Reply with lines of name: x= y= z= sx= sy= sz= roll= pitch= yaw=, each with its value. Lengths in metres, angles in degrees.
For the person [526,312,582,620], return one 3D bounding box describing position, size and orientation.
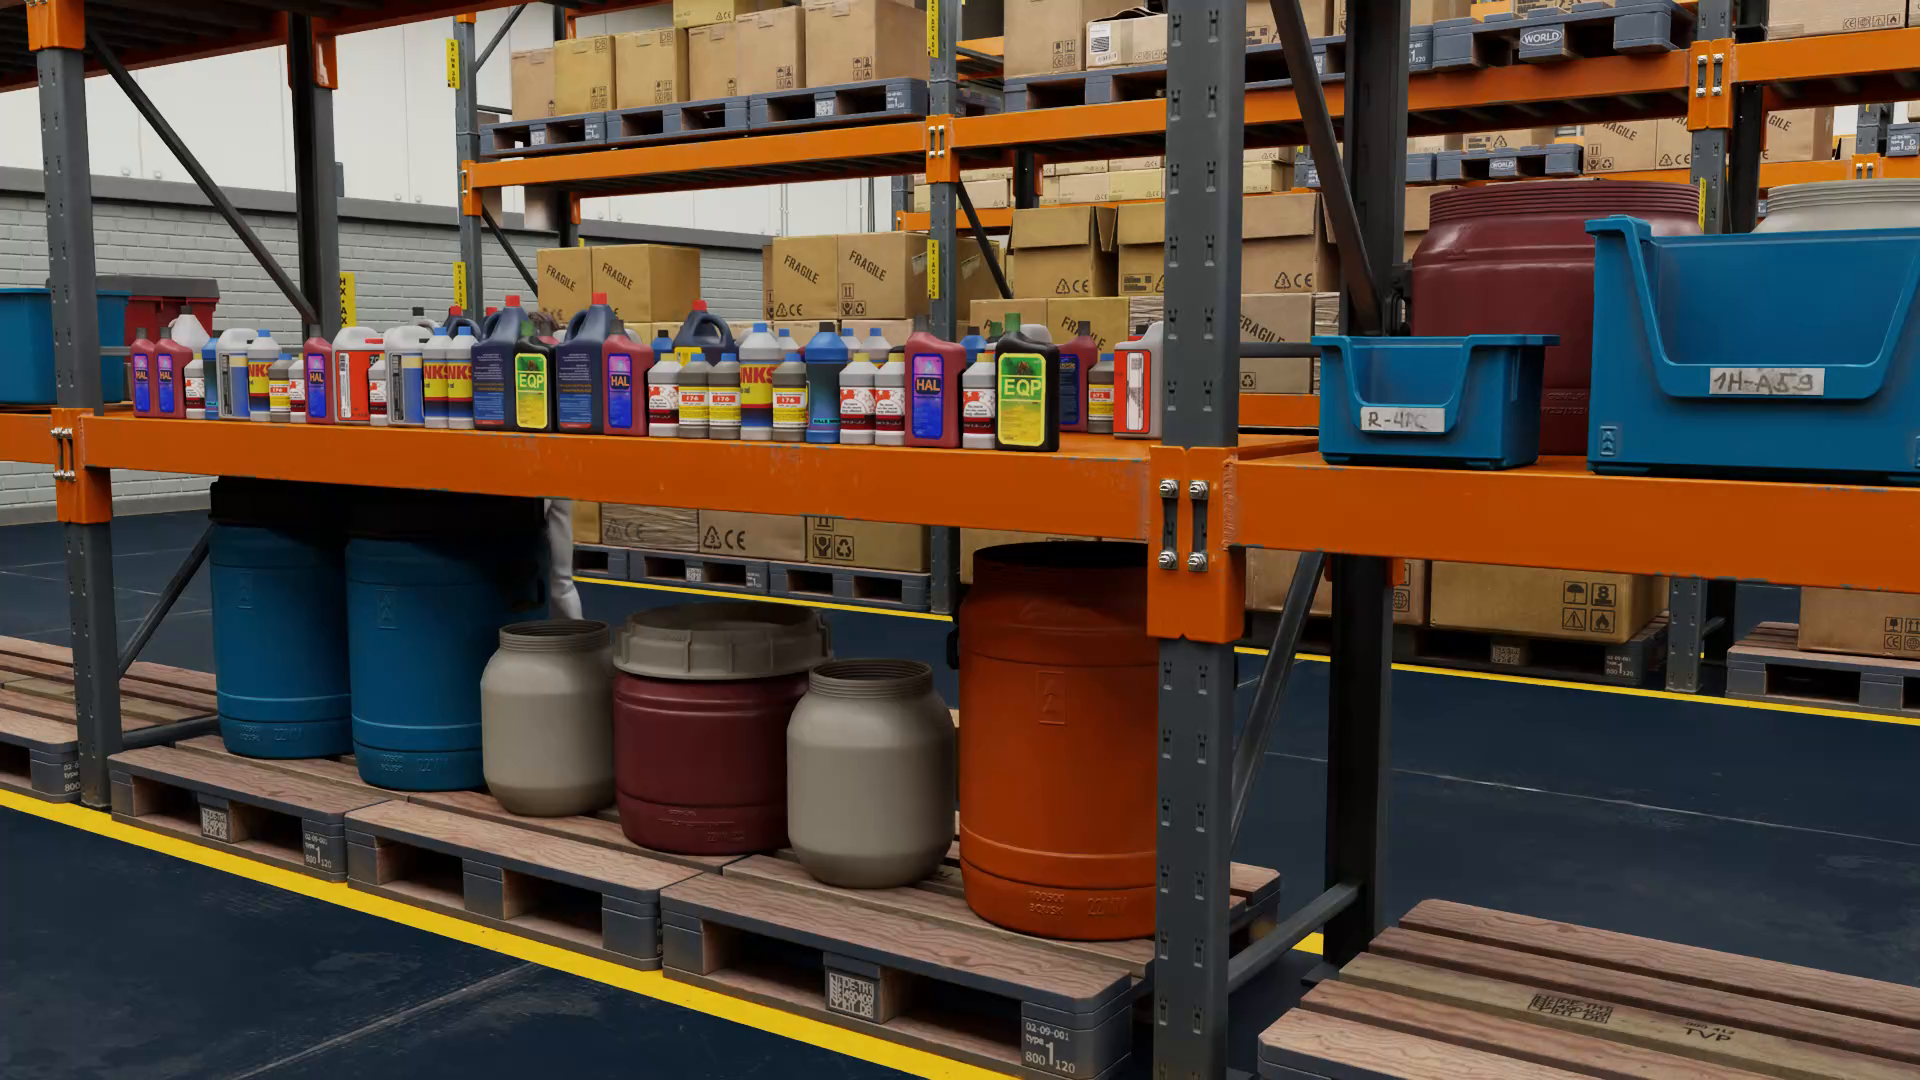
person: x=-1.899 y=-0.118 z=7.138 sx=0.712 sy=1.707 sz=0.445 roll=3 pitch=7 yaw=28
